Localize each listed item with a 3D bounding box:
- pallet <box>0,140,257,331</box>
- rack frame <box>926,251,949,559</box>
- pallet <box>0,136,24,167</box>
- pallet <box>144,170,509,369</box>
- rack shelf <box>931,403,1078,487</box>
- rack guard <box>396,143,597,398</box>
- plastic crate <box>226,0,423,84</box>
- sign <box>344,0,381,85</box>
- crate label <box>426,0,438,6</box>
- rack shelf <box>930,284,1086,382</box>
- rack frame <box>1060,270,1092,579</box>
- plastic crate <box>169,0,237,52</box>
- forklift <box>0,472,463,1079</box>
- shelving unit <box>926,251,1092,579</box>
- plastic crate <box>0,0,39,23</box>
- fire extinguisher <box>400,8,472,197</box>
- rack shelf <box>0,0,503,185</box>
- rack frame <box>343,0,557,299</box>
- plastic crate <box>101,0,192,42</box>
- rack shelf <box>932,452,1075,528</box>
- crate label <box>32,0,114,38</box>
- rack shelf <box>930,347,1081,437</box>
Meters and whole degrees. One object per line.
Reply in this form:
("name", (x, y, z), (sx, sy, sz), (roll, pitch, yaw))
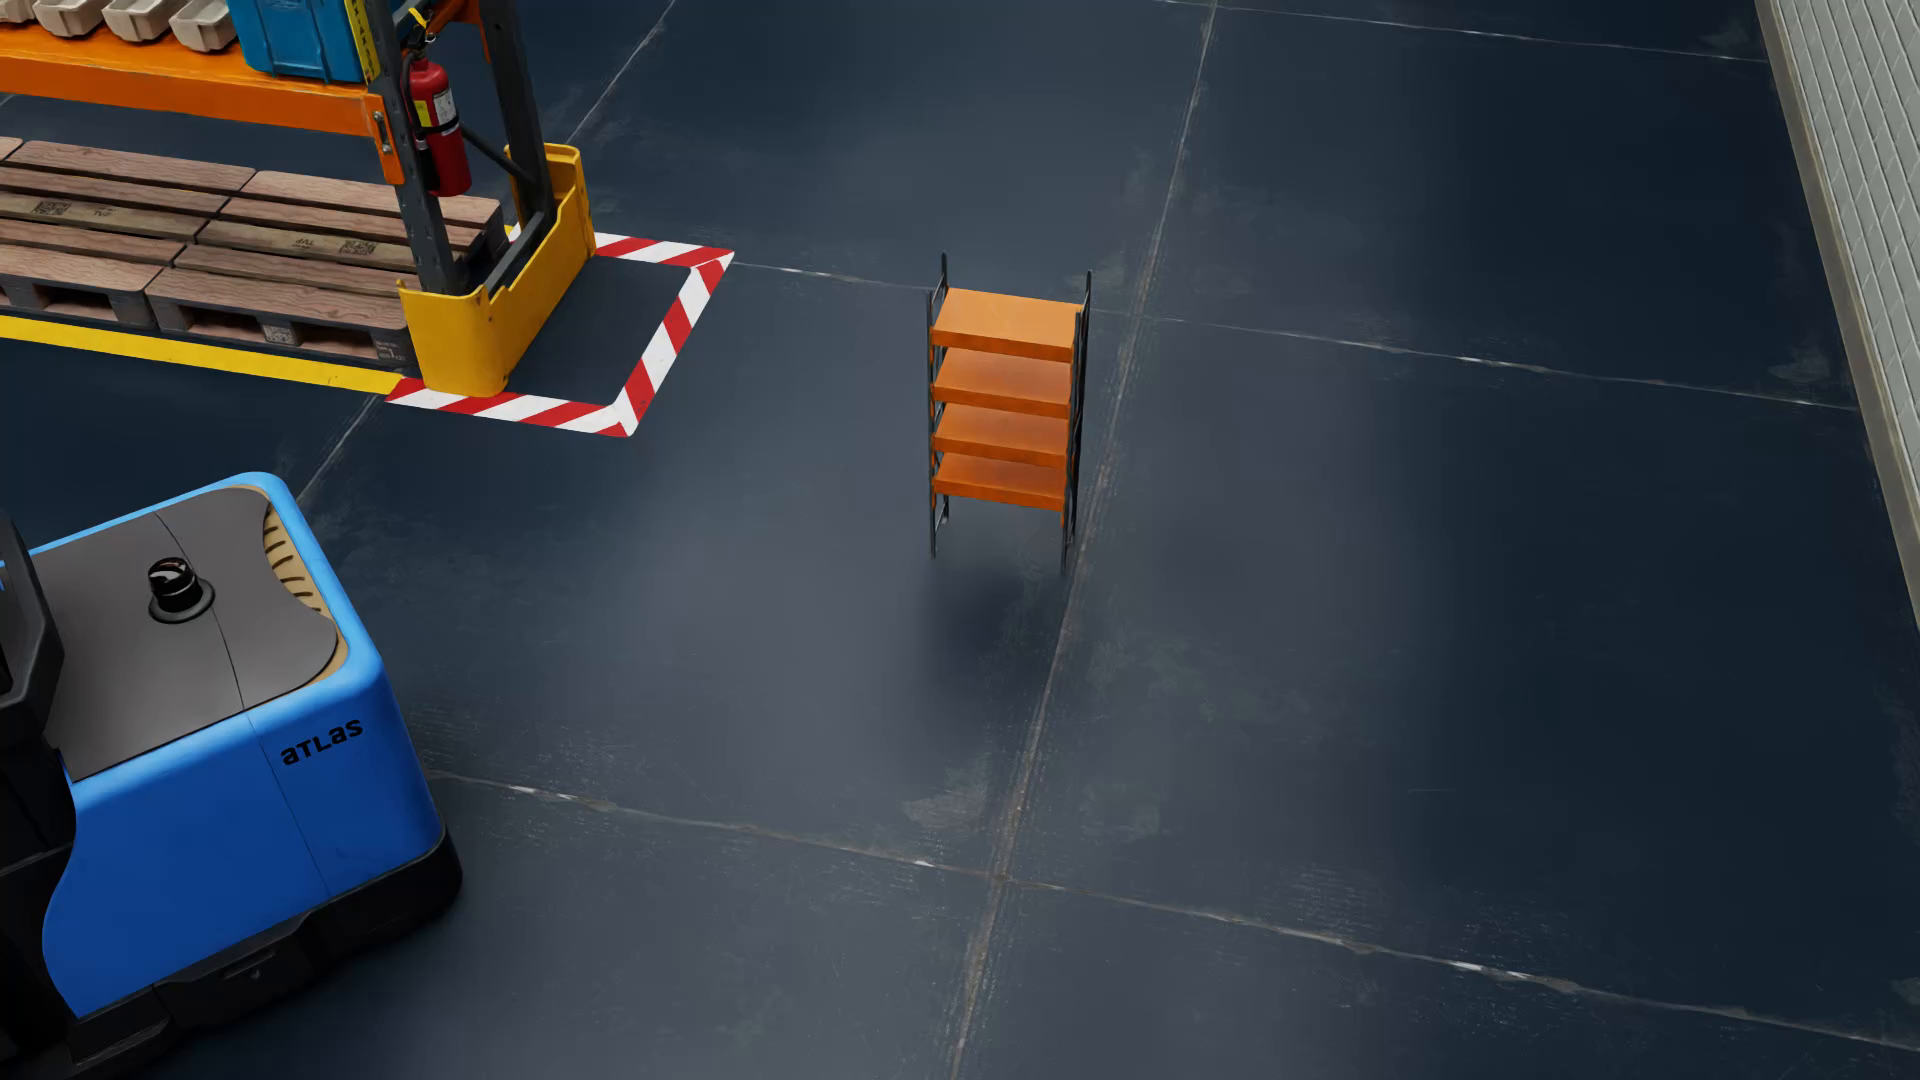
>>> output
("pallet", (-3.960, -1.406, 7.558), (1.213, 0.211, 1.003), (9, 45, 9))
("rack frame", (-0.077, -0.444, 5.846), (0.015, 1.200, 0.240), (9, 45, 9))
("pallet", (-5.154, -1.589, 7.749), (1.213, 0.211, 1.003), (9, 45, 9))
("pallet", (-2.773, -1.220, 7.365), (1.213, 0.211, 1.003), (9, 45, 9))
("rack shelf", (0.162, -0.359, 5.855), (0.480, 0.148, 0.258), (9, 45, 9))
("rack guard", (-1.950, -1.178, 7.113), (0.348, 0.500, 1.175), (9, 45, 9))
("plastic crate", (-2.344, -2.032, 6.129), (0.499, 0.435, 0.616), (9, 45, 9))
("sign", (-2.081, -1.757, 5.795), (0.005, 0.325, 0.100), (9, 45, 9))
("crate label", (-2.146, -2.295, 6.549), (0.303, 0.233, 0.416), (9, 45, 9))
("rack shelf", (0.162, -0.690, 5.535), (0.480, 0.148, 0.258), (9, 45, 9))
("rack frame", (0.400, -0.370, 5.769), (0.015, 1.200, 0.240), (9, 45, 9))
("plastic crate", (-2.812, -2.001, 6.313), (0.243, 0.136, 0.396), (9, 45, 9))
("forklift", (-3.029, 0.332, 3.792), (3.031, 2.935, 1.130), (-25, 49, -23))
("shelving unit", (0.162, -0.407, 5.808), (0.503, 1.200, 0.258), (9, 45, 9))
("plastic crate", (-3.662, -2.112, 6.429), (0.250, 0.136, 0.298), (9, 45, 9))
("fire extinguisher", (-1.929, -1.581, 6.054), (0.183, 0.674, 0.296), (9, 45, 9))
("rack shelf", (-3.928, -2.117, 6.805), (4.000, 0.370, 1.077), (9, 45, 9))
("rack frame", (-1.977, -2.073, 6.241), (0.127, 3.000, 1.000), (9, 45, 9))
("plastic crate", (-3.092, -2.054, 6.368), (0.243, 0.136, 0.396), (9, 45, 9))
("rack shelf", (0.162, -0.216, 5.992), (0.480, 0.148, 0.258), (9, 45, 9))
("crate label", (-3.369, -2.080, 6.395), (0.243, 0.136, 0.396), (9, 45, 9))
("rack shelf", (0.162, -0.520, 5.699), (0.480, 0.148, 0.258), (9, 45, 9))
